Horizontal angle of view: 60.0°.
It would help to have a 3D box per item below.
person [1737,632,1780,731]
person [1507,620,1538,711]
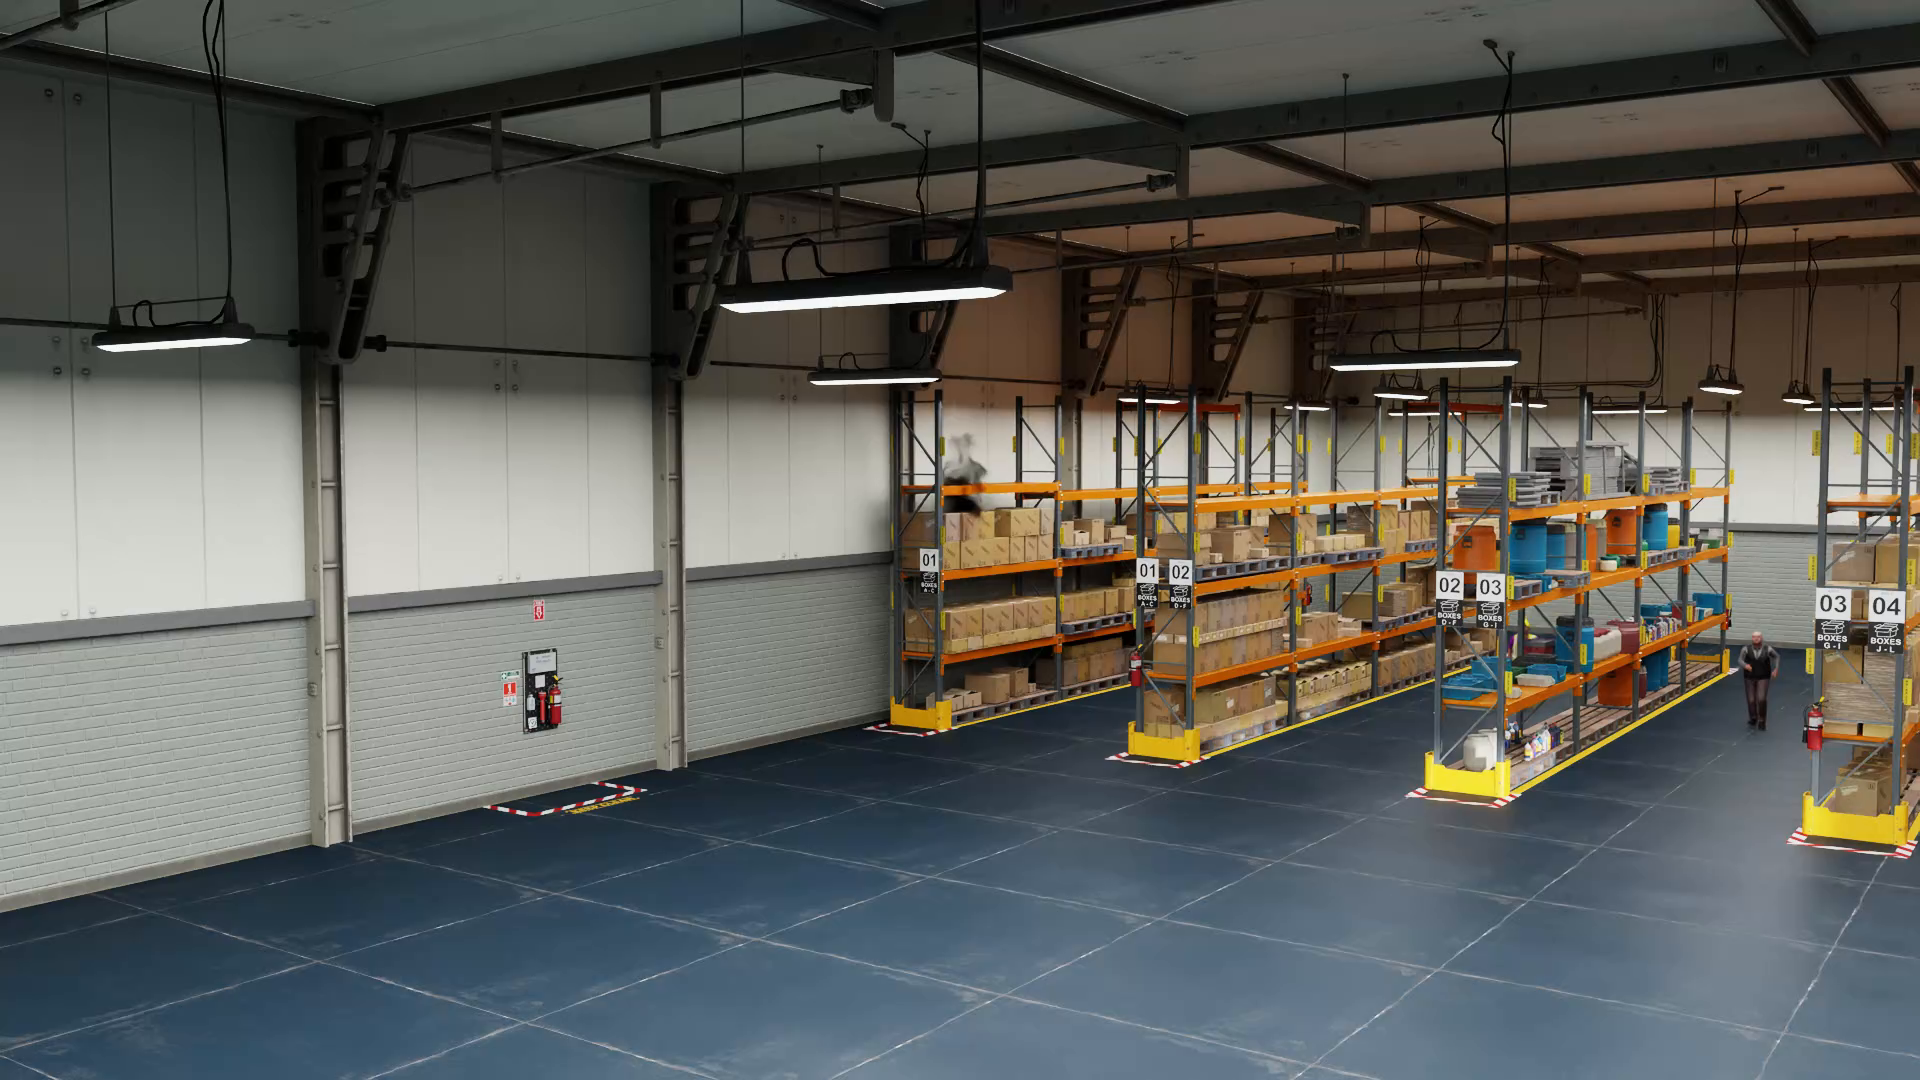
[{"bbox_3d":[14.105,2.509,29.412,0.671,1.783,0.733,2,4,31],"label":"person"},{"bbox_3d":[10.635,2.369,31.436,0.695,1.720,0.593,2,4,35],"label":"person"}]
